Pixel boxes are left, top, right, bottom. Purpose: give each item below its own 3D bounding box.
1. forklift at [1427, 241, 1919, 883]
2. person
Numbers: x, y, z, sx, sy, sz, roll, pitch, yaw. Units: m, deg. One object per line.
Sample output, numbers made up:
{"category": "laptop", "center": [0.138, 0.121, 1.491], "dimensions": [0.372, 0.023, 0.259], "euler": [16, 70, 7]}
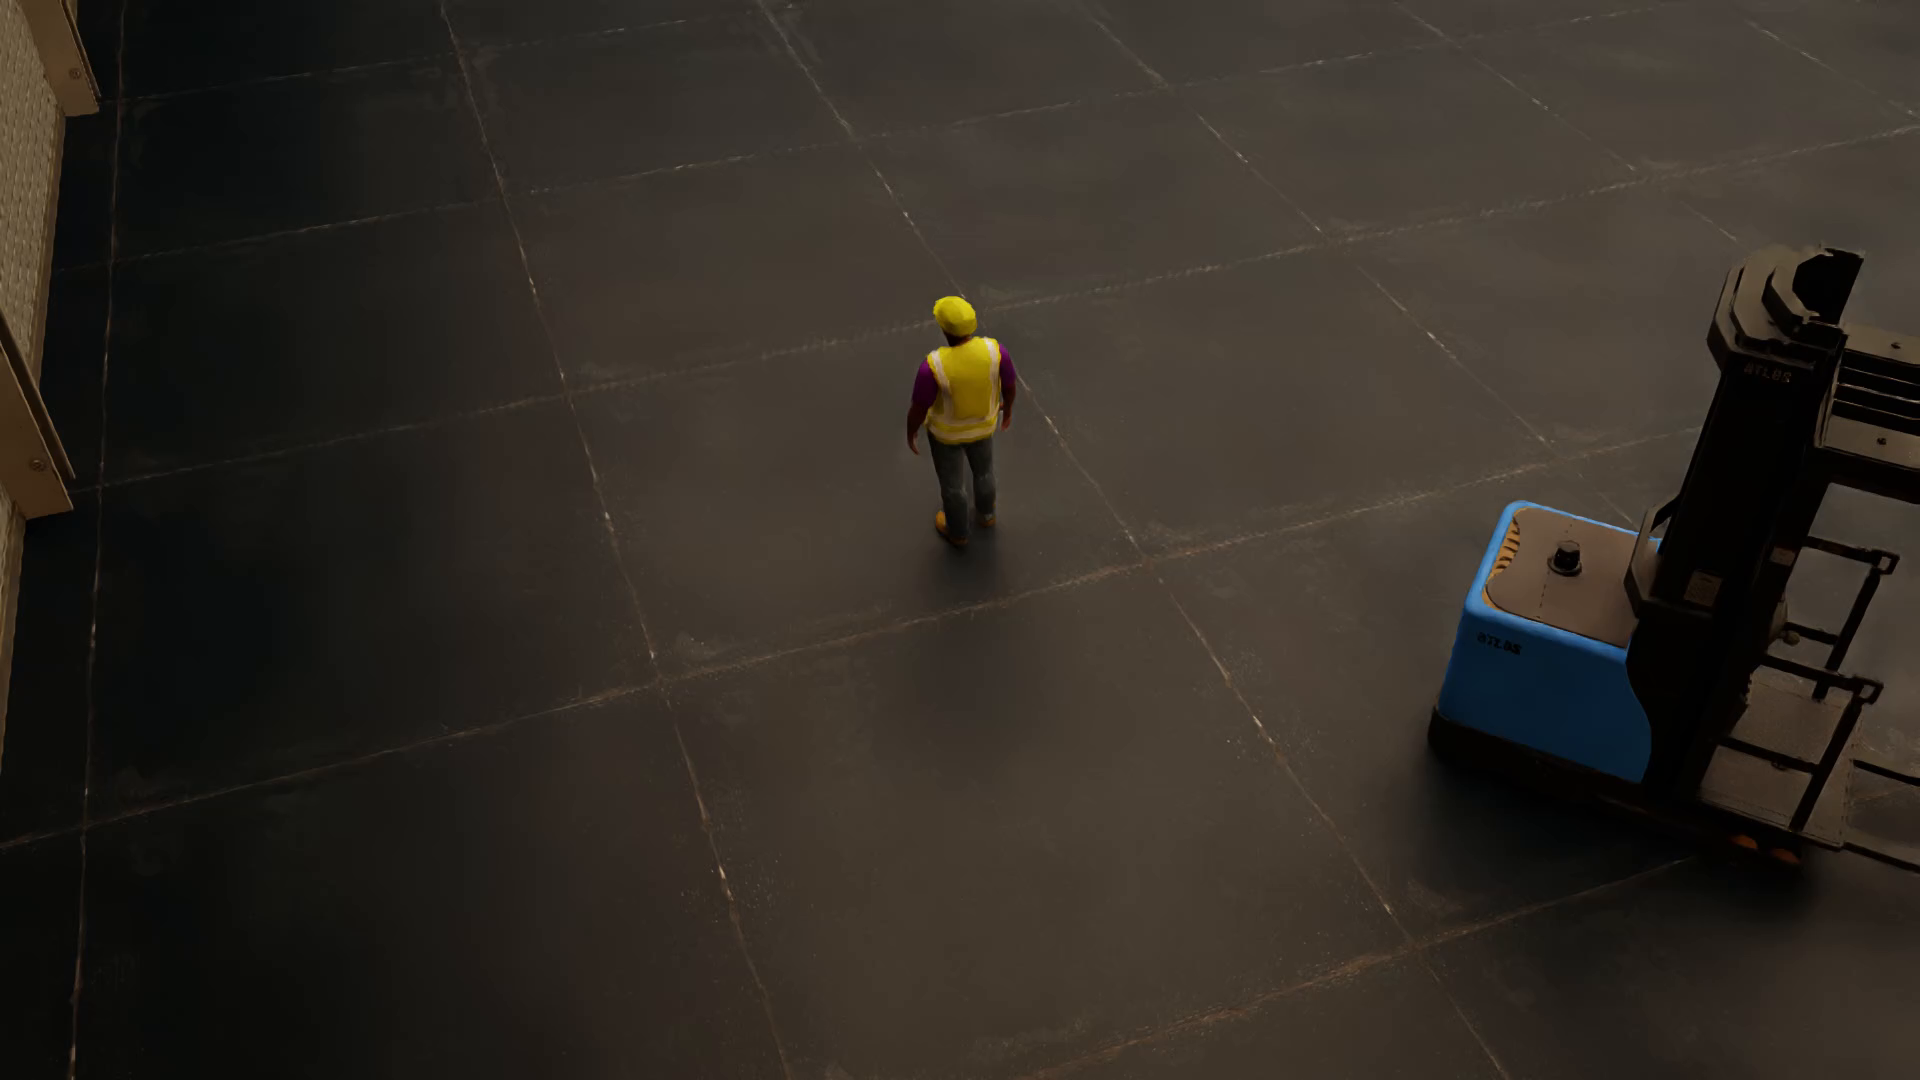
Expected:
{"category": "forklift", "center": [4.048, 0.178, 7.784], "dimensions": [3.031, 2.935, 1.130], "euler": [18, 43, 21]}
{"category": "person", "center": [-0.019, -0.725, 9.755], "dimensions": [0.665, 1.766, 0.576], "euler": [-13, 42, -15]}
